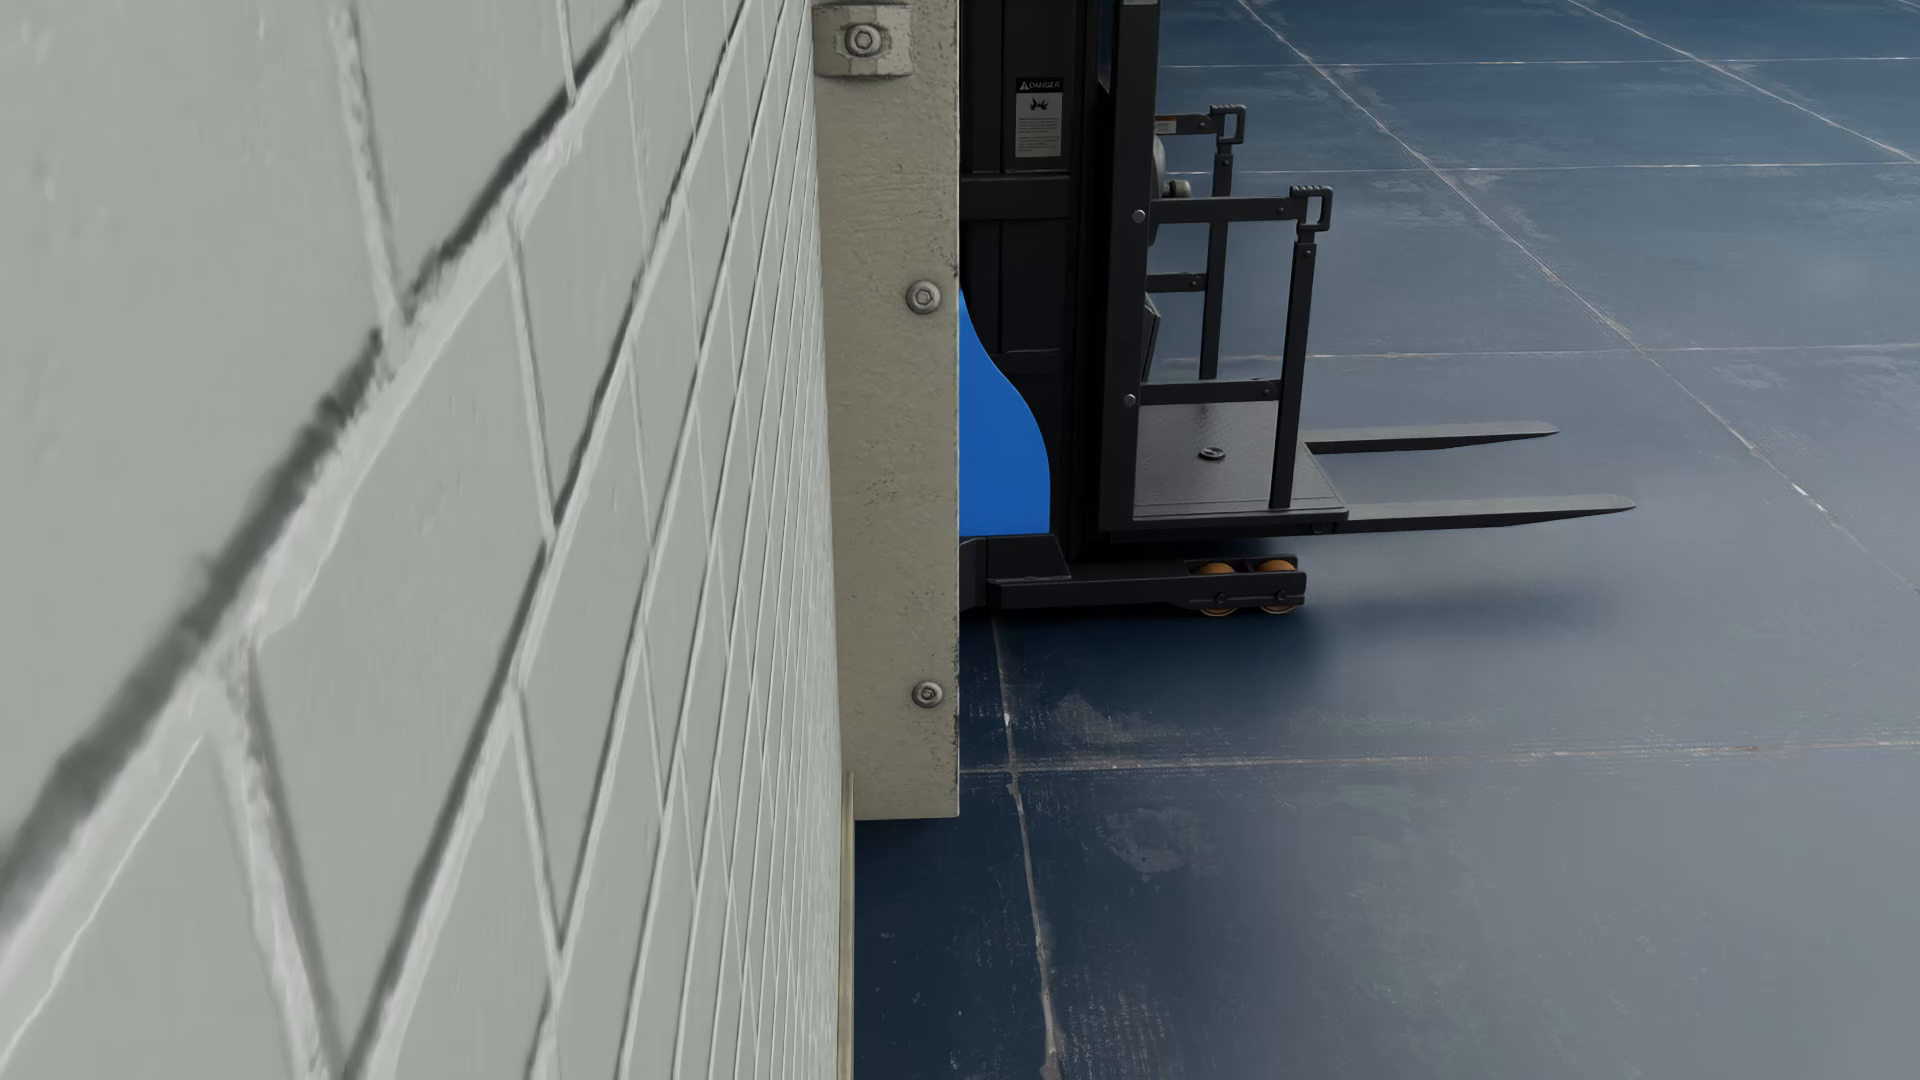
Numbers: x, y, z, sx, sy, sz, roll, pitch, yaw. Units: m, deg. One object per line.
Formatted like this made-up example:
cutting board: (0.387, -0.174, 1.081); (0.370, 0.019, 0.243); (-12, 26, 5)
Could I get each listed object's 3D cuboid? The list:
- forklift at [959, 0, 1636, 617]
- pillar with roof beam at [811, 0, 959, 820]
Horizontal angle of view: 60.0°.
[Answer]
forklift: (0.675, -1.300, 5.028); (3.031, 2.935, 1.130); (-3, 28, -5)
pillar with roof beam: (4.132, -3.462, 2.612); (9.100, 9.000, 0.400); (-1, 28, -3)
